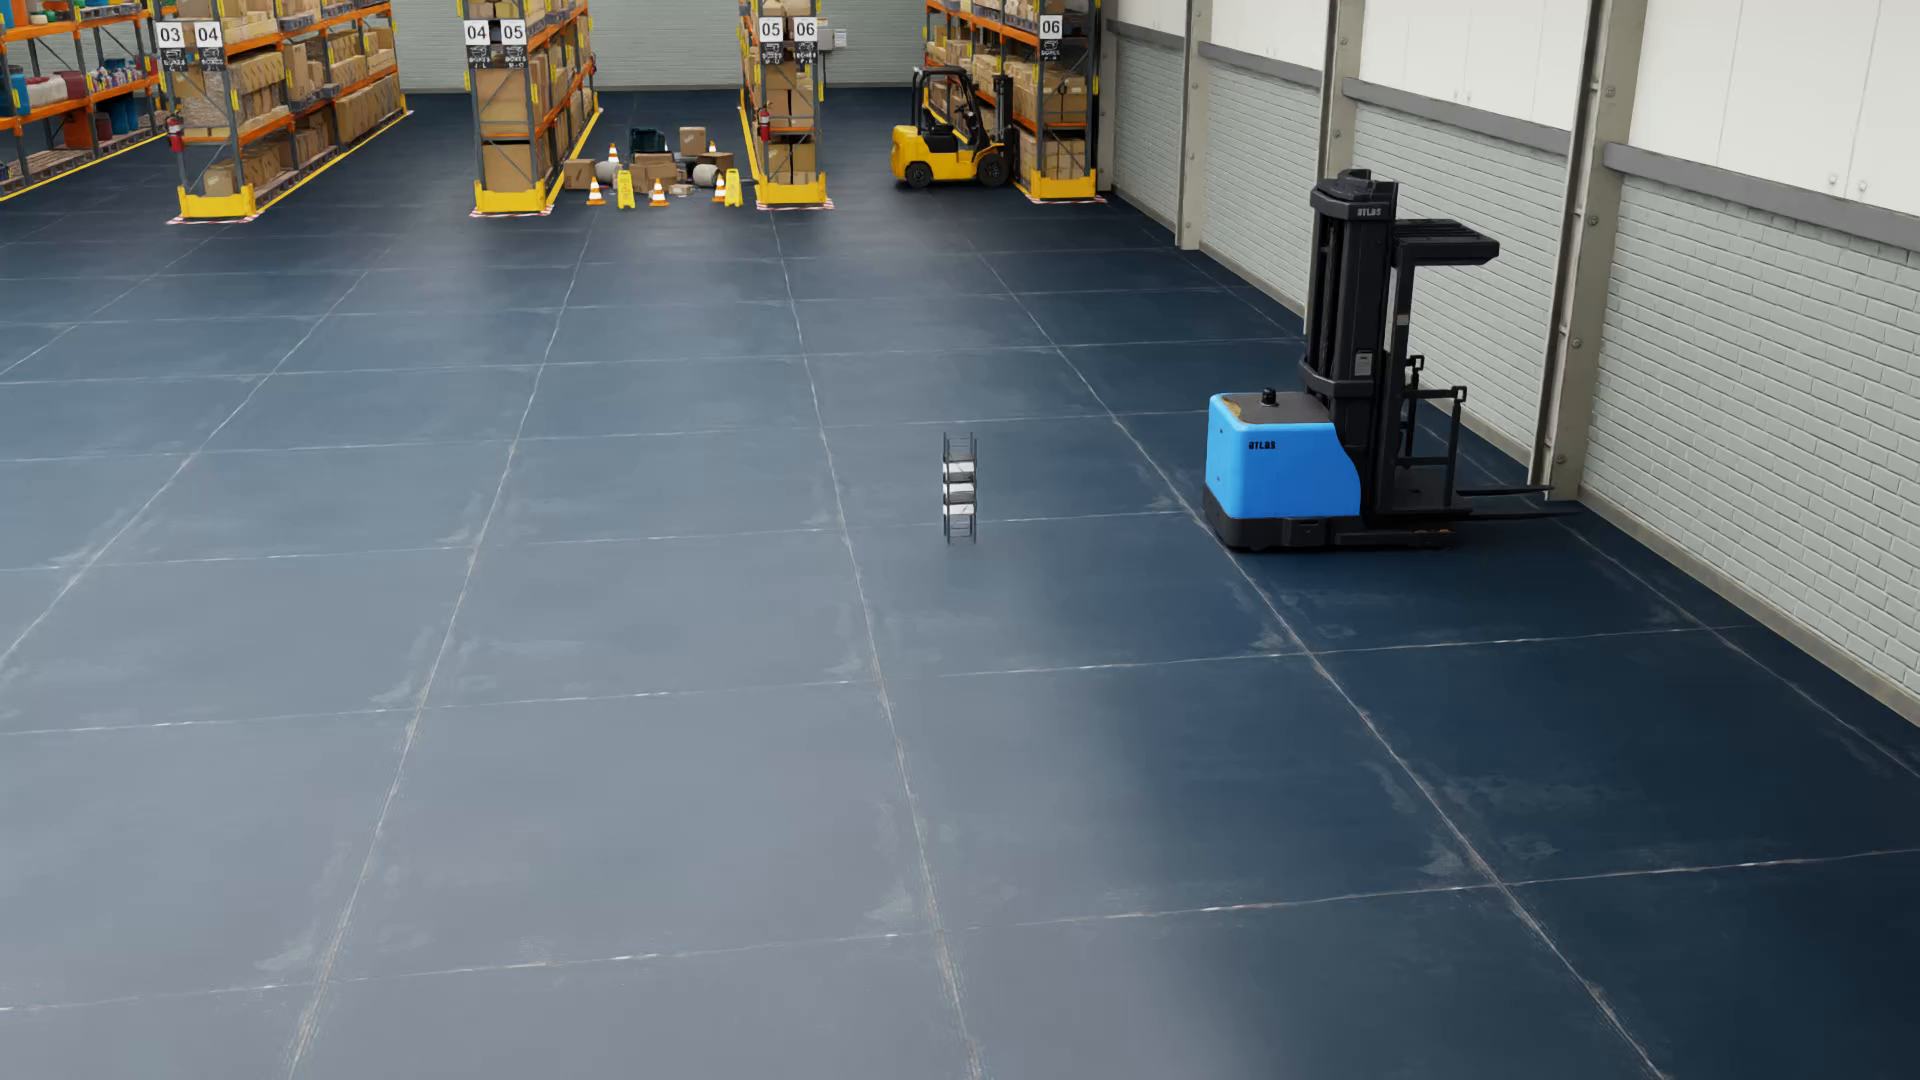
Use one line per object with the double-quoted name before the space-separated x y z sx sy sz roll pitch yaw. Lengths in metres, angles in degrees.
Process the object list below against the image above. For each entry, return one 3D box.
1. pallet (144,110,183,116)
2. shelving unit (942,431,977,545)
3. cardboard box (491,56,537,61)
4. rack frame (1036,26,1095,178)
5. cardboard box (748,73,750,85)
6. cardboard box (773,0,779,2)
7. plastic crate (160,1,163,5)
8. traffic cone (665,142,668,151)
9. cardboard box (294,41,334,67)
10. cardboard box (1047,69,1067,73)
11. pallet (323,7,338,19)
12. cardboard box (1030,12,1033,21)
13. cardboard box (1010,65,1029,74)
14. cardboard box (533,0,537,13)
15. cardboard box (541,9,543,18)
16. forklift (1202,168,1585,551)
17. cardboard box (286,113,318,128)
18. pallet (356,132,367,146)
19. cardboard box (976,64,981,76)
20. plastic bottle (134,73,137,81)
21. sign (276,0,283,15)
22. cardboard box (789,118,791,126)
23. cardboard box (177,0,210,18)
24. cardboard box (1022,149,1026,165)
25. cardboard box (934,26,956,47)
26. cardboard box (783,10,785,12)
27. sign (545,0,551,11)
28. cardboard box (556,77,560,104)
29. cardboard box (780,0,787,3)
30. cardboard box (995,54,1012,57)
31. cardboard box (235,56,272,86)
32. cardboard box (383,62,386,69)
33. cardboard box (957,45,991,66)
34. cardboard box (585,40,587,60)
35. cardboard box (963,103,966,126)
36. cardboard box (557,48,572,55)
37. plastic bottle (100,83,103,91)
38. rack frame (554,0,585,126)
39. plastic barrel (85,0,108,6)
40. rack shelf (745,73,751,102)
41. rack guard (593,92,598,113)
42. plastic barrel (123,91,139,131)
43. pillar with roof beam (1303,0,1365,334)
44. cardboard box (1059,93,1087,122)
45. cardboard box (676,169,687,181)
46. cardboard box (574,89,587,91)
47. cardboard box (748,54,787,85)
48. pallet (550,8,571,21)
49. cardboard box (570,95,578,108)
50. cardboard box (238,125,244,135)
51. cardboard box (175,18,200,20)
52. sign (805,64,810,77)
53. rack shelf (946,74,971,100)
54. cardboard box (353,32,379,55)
"pallet" -19.943 -10.712 42.095 1.003 0.211 1.213 -3 21 -8
"shelving unit" -0.001 -0.424 13.566 0.258 0.900 0.210 -3 21 -8
"cardboard box" -8.314 -8.684 30.922 0.875 0.550 0.550 -3 21 -8
"rack frame" 1.902 -7.767 30.225 1.000 3.000 0.127 -3 21 -8
"cardboard box" -4.492 -10.377 37.428 0.500 0.250 0.500 -4 21 -10
"cardboard box" -3.796 -10.861 33.120 0.500 0.250 0.500 -2 21 -7
"plastic crate" -19.480 -12.884 40.016 0.437 0.136 0.530 -3 21 -8
"traffic cone" -6.181 -8.121 34.798 0.336 0.463 0.334 -3 21 -8
"cardboard box" -14.058 -10.556 36.116 0.797 0.503 0.637 -2 21 -6
"cardboard box" 1.870 -8.921 31.820 0.380 0.149 0.250 -3 21 -7
"pallet" -14.114 -11.323 35.727 1.213 0.211 1.003 -2 21 -5
"cardboard box" 1.482 -9.570 30.381 0.380 0.149 0.250 -4 21 -9
"cardboard box" 1.186 -9.249 32.697 0.380 0.149 0.250 -2 21 -7
"cardboard box" -7.928 -9.653 30.033 0.500 0.250 0.500 -3 21 -8
"cardboard box" -8.026 -9.860 31.158 0.380 0.149 0.250 -3 21 -7
"forklift" 3.620 -1.471 13.467 3.031 2.935 1.130 -2 21 -4
"cardboard box" -13.756 -8.758 34.751 0.500 0.250 0.500 -1 20 -2
"pallet" -14.181 -9.178 37.987 1.003 0.211 1.213 -3 21 -8
"cardboard box" 0.642 -10.362 36.672 0.500 0.250 0.500 -2 21 -6
"plastic bottle" -19.026 -10.669 38.278 0.097 0.201 0.097 0 20 0
"sign" -12.857 -10.078 31.387 0.100 0.325 0.005 -3 21 -8
"cardboard box" -2.904 -7.613 30.171 0.380 0.149 0.250 -3 21 -7
"cardboard box" -13.290 -9.365 28.934 0.500 0.500 0.500 -3 21 -8
"cardboard box" 1.461 -7.237 31.421 0.500 0.250 0.500 -3 21 -8
"cardboard box" -0.389 -13.037 43.053 0.500 0.500 0.500 -2 21 -6
"cardboard box" -3.035 -9.708 30.924 0.500 0.250 0.500 -2 21 -7
"sign" -7.921 -10.329 31.945 0.100 0.325 0.005 -3 21 -8
"cardboard box" -8.353 -9.033 33.472 0.500 0.500 0.500 -3 21 -7
"cardboard box" -3.262 -10.282 31.891 0.380 0.149 0.250 -2 21 -6
"cardboard box" 0.996 -10.785 37.236 0.380 0.149 0.250 -2 21 -6
"cardboard box" -12.911 -8.567 30.370 0.500 0.500 0.500 -3 21 -8
"cardboard box" -14.525 -11.802 41.387 0.380 0.149 0.250 -3 21 -7
"cardboard box" 0.330 -11.338 39.038 0.797 0.503 0.637 -3 21 -9
"cardboard box" -9.667 -12.287 41.760 0.500 0.500 0.500 -2 21 -5
"cardboard box" 0.335 -10.053 39.318 0.500 0.500 0.500 -2 21 -5
"cardboard box" -9.297 -11.432 38.945 0.380 0.149 0.250 -4 21 -9
"plastic bottle" -18.688 -9.857 36.104 0.097 0.201 0.097 0 20 0
"rack frame" -9.623 -11.386 39.914 1.000 3.000 0.127 -3 21 -8
"plastic barrel" -19.050 -12.174 36.421 0.600 0.901 0.708 -3 21 -8
"rack shelf" -4.451 -10.641 38.948 1.077 0.370 4.000 -3 21 -8
"rack guard" -10.189 -11.573 43.989 1.175 0.500 0.348 -3 21 -8
"plastic barrel" -19.385 -9.945 38.456 0.600 0.901 0.708 -3 21 -8
"pillar with roof beam" 0.163 -6.492 18.237 9.100 9.000 0.400 -3 21 -8
"cardboard box" 2.105 -8.000 30.705 0.500 0.500 0.500 -2 21 -6
"cardboard box" -5.592 -7.229 32.693 0.396 0.266 0.258 17 27 39
"cardboard box" -9.893 -11.650 43.246 0.380 0.149 0.250 -3 21 -7
"cardboard box" -3.540 -8.683 30.680 0.700 0.500 0.500 -3 21 -8
"pallet" -8.901 -11.097 35.124 1.213 0.211 1.003 -2 21 -5
"cardboard box" -9.114 -10.157 38.524 0.500 0.250 0.500 -4 21 -10
"cardboard box" -12.638 -7.096 28.788 0.380 0.149 0.250 -3 21 -8
"cardboard box" -13.294 -8.889 28.586 0.380 0.149 0.250 -3 21 -7
"sign" -3.050 -9.336 33.189 0.100 0.325 0.005 -3 21 -8
"rack shelf" 0.460 -10.893 39.621 1.077 0.370 4.000 -3 21 -8
"cardboard box" -14.505 -12.121 40.598 0.500 0.500 0.500 -4 21 -9
